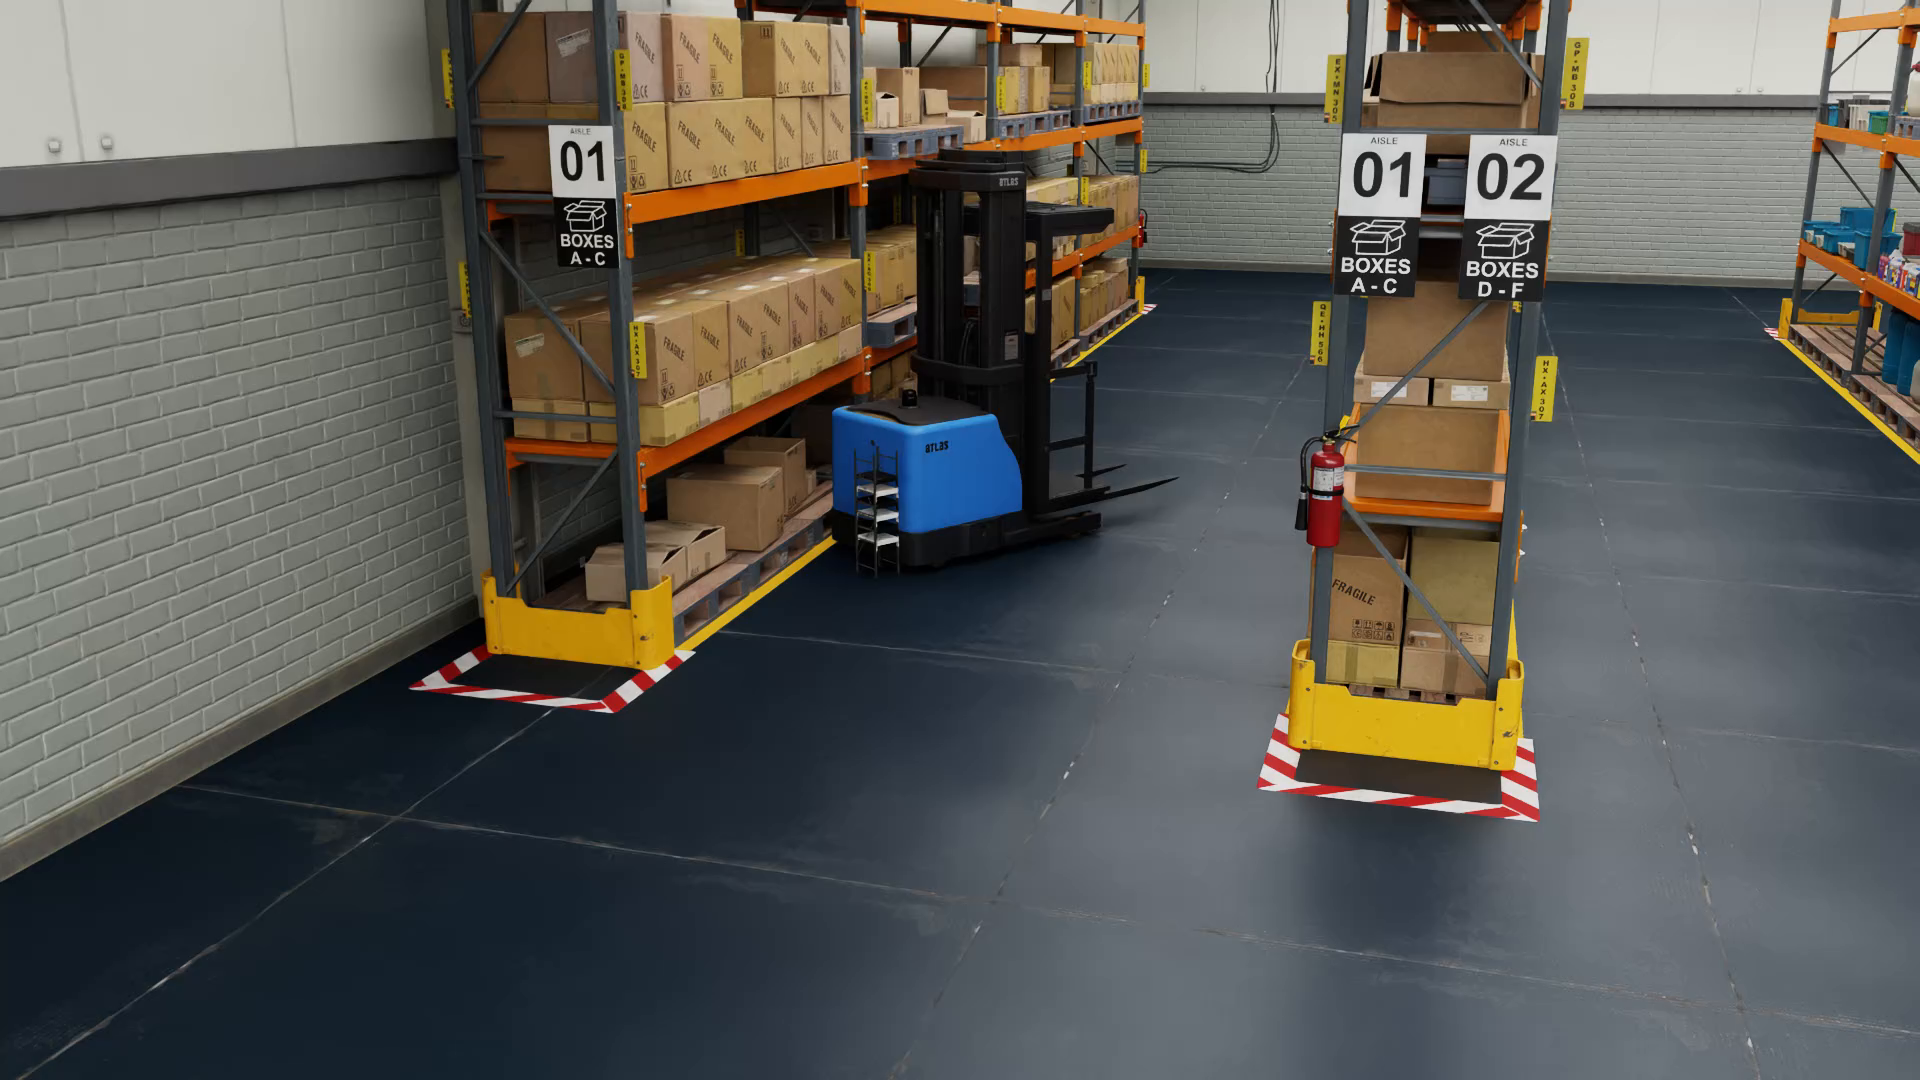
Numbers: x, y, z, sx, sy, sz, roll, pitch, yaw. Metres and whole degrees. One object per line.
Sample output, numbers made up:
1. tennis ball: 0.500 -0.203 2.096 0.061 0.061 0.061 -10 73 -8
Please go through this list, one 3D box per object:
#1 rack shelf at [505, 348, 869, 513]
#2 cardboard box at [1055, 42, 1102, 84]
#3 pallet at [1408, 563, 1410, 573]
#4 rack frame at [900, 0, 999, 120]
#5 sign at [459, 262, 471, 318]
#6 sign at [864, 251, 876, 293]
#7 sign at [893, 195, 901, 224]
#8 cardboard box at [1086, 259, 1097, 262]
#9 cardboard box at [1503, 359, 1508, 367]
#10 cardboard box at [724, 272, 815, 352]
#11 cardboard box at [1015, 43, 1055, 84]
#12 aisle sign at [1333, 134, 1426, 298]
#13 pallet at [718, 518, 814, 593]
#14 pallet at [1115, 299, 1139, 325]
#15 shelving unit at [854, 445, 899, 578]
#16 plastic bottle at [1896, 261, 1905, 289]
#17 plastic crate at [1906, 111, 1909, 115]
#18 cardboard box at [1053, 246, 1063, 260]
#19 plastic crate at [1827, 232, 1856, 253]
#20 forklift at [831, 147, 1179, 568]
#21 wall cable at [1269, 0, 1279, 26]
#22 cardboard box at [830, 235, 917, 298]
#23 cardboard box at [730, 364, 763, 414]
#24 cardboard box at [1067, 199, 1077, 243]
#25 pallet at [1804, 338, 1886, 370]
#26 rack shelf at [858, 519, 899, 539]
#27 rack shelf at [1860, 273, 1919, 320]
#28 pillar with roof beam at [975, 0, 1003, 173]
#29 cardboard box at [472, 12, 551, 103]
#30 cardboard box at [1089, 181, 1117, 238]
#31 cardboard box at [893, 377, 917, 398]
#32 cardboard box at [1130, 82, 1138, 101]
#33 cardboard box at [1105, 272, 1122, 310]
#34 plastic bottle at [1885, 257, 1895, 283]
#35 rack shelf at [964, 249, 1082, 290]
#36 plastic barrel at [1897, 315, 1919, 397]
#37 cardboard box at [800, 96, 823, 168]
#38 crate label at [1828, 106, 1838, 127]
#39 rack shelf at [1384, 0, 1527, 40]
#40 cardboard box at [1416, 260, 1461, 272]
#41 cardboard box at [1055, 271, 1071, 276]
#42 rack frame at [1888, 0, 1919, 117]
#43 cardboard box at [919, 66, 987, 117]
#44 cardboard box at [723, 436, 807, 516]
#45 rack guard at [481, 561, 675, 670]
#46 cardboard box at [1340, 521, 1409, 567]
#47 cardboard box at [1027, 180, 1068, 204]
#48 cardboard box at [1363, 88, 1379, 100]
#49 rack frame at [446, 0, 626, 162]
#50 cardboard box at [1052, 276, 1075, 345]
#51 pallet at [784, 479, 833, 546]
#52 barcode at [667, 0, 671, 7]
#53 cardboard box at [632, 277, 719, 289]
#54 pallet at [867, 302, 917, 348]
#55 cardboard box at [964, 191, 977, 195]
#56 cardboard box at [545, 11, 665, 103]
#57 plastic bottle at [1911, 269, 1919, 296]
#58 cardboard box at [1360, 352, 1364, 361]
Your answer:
1. rack shelf: -1.817 -0.900 11.824 1.077 0.370 4.000 5 16 16
2. cardboard box: 1.496 -6.009 20.968 0.500 0.500 0.500 4 16 15
3. pallet: 3.236 0.160 11.878 1.003 0.211 1.213 5 16 16
4. rack frame: -0.112 -5.702 16.441 1.000 3.000 0.127 5 16 16
5. sign: -2.912 -1.480 9.850 0.100 0.325 0.005 5 16 16
6. sign: -0.726 -2.146 13.311 0.100 0.325 0.005 5 16 16
7. sign: -0.645 -3.415 17.251 0.100 0.325 0.005 5 16 16
8. cardboard box: 1.759 -3.945 23.864 0.380 0.149 0.250 5 16 16
9. cardboard box: 2.828 -0.920 9.205 0.380 0.149 0.250 5 16 16
10. cardboard box: -1.376 -1.658 12.042 0.500 0.500 0.500 4 16 14
11. cardboard box: 1.000 -6.045 21.095 0.500 0.500 0.500 4 16 15
12. aisle sign: 2.065 -1.596 8.195 0.394 0.787 0.004 5 16 16
13. pallet: -1.750 0.071 12.193 1.003 0.211 1.213 5 16 16
14. pallet: 2.009 -3.352 24.260 1.003 0.211 1.213 5 16 16
15. shelving unit: -0.595 -0.202 11.893 0.210 0.900 0.258 -13 21 -39
16. plastic bottle: 9.758 -2.743 17.216 0.061 0.283 0.133 5 16 16
17. plastic crate: 11.654 -5.201 20.562 0.450 0.188 0.336 5 16 16
18. cardboard box: 1.016 -3.435 19.866 0.380 0.149 0.250 5 16 16
19. plastic crate: 10.815 -3.627 20.316 0.416 0.233 0.300 5 16 16
20. forklift: 0.472 -1.522 12.823 3.031 2.935 1.130 -13 21 -39
21. wall cable: 6.705 -9.973 27.934 3.097 2.526 0.112 5 16 16
22. cardboard box: -0.748 -2.480 15.086 0.700 0.500 0.500 7 17 24
23. cardboard box: -1.658 -1.033 11.213 0.500 0.250 0.500 4 16 15
24. cardboard box: 1.135 -3.923 20.398 0.500 0.500 0.500 4 16 15
25. pallet: 11.040 -2.268 20.439 1.003 0.211 1.213 5 16 16
26. rack shelf: -0.595 -0.083 11.926 0.200 0.077 0.258 -13 21 -39
27. rack shelf: 9.955 -2.225 16.494 1.077 0.370 4.000 5 16 16
28. pillar with roof beam: 4.522 -6.665 19.836 9.100 9.000 0.400 5 16 16
29. cardboard box: -2.513 -2.838 9.788 0.500 0.500 0.500 5 17 18
30. cardboard box: 1.605 -4.529 22.750 0.980 0.700 0.700 4 16 13
31. cardboard box: -0.773 -1.242 15.485 0.700 0.500 0.500 5 17 17
32. cardboard box: 2.208 -6.318 23.431 0.500 0.250 0.500 5 17 18
33. cardboard box: 1.917 -3.586 23.788 0.700 0.500 0.500 5 16 16
34. plastic bottle: 9.929 -2.877 17.712 0.097 0.271 0.097 0 16 0
35. rack shelf: 0.457 -2.993 19.203 1.077 0.370 4.000 5 16 16
36. plastic barrel: 10.151 -1.960 17.320 0.600 0.901 0.708 5 16 16
37. cardboard box: -1.311 -2.988 12.148 0.500 0.500 0.500 3 16 11
38. crate label: 11.088 -5.296 20.779 0.408 0.251 0.502 5 16 16
39. rack shelf: 4.070 -4.257 13.398 1.077 0.370 4.000 5 16 16
40. cardboard box: 2.669 -1.285 9.302 0.700 0.500 0.500 4 16 14
41. cardboard box: 1.326 -3.546 22.457 0.380 0.149 0.250 4 16 14
42. rack frame: 10.524 -5.980 17.422 1.000 3.000 0.127 5 16 16
43. cardboard box: -0.032 -4.648 17.231 0.700 0.500 0.500 3 16 12
44. cardboard box: -1.505 -0.504 12.883 0.500 0.500 0.500 3 16 12
45. rack guard: -2.364 0.460 10.292 1.175 0.500 0.348 5 16 16
46. cardboard box: 2.502 -0.006 10.248 0.500 0.500 0.500 5 16 16
47. cardboard box: 0.983 -4.149 19.820 0.500 0.250 0.500 5 17 17
48. cardboard box: 2.598 -2.476 9.703 0.500 0.311 0.500 7 17 22
49. rack frame: -2.385 -3.609 9.062 1.000 3.000 0.127 5 16 16
50. cardboard box: 0.965 -2.850 20.550 0.750 0.750 0.750 5 17 17
51. pallet: -1.405 -0.249 13.322 1.003 0.211 1.213 5 16 16
52. barcode: -2.056 -3.796 11.737 0.001 0.075 0.075 5 16 16
53. cardboard box: -2.017 -1.559 11.693 0.500 0.500 0.500 5 17 17
54. pallet: -0.892 -1.866 14.262 1.003 0.211 1.213 5 16 16
55. cardboard box: -0.081 -3.651 18.066 0.500 0.250 0.500 4 16 14
56. cardboard box: -2.043 -2.787 9.608 0.500 0.500 0.500 3 16 12
57. plastic bottle: 9.611 -2.584 16.678 0.097 0.271 0.097 0 16 0
58. cardboard box: 2.437 -0.950 9.310 0.380 0.149 0.250 4 16 15
